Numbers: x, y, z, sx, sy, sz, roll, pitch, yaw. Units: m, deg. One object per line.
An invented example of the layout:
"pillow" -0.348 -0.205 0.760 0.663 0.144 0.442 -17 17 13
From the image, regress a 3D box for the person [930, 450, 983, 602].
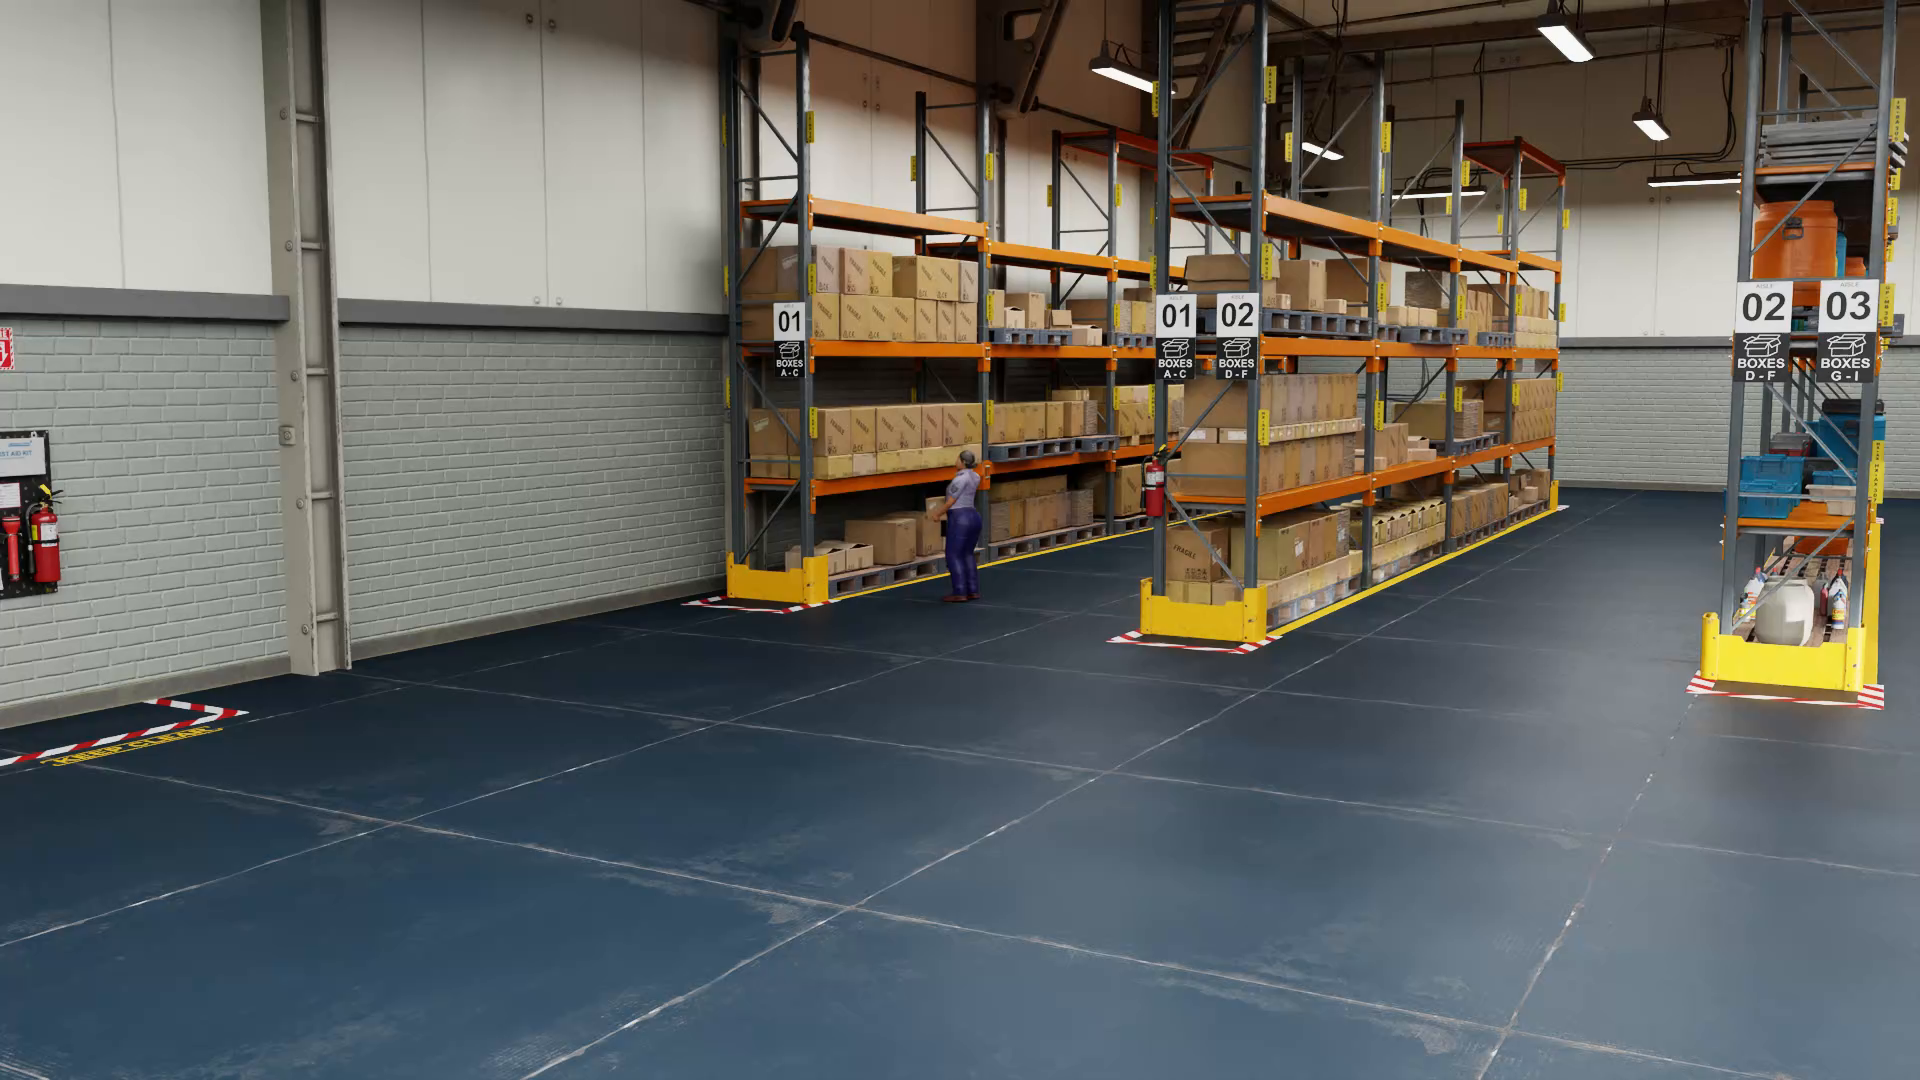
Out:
"person" -0.040 -0.159 18.026 0.517 1.631 0.453 3 7 30
